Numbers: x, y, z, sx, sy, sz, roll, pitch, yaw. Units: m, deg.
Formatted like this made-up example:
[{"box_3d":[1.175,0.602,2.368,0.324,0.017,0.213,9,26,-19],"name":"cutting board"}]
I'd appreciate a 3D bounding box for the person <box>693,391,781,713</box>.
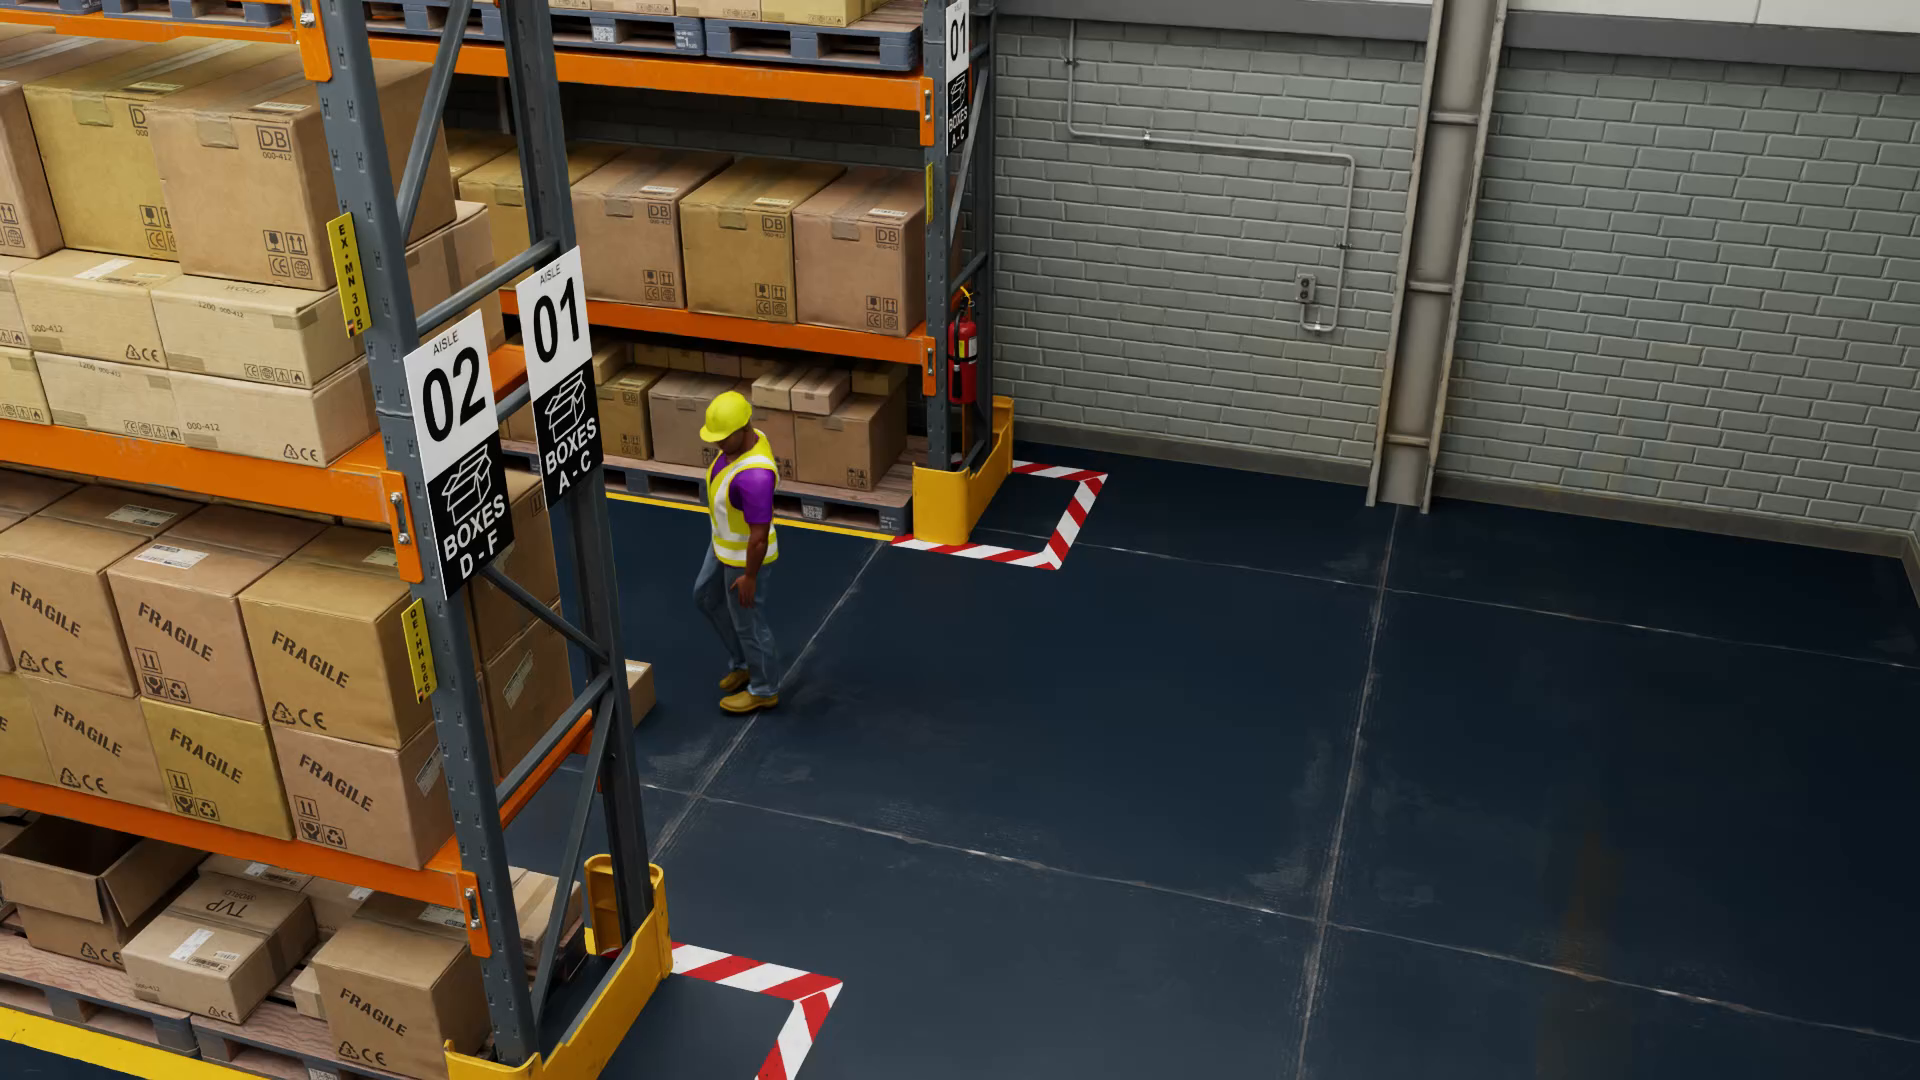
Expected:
[{"box_3d":[-1.118,0.090,8.328,0.438,1.820,0.610,-8,30,-13],"name":"person"}]
